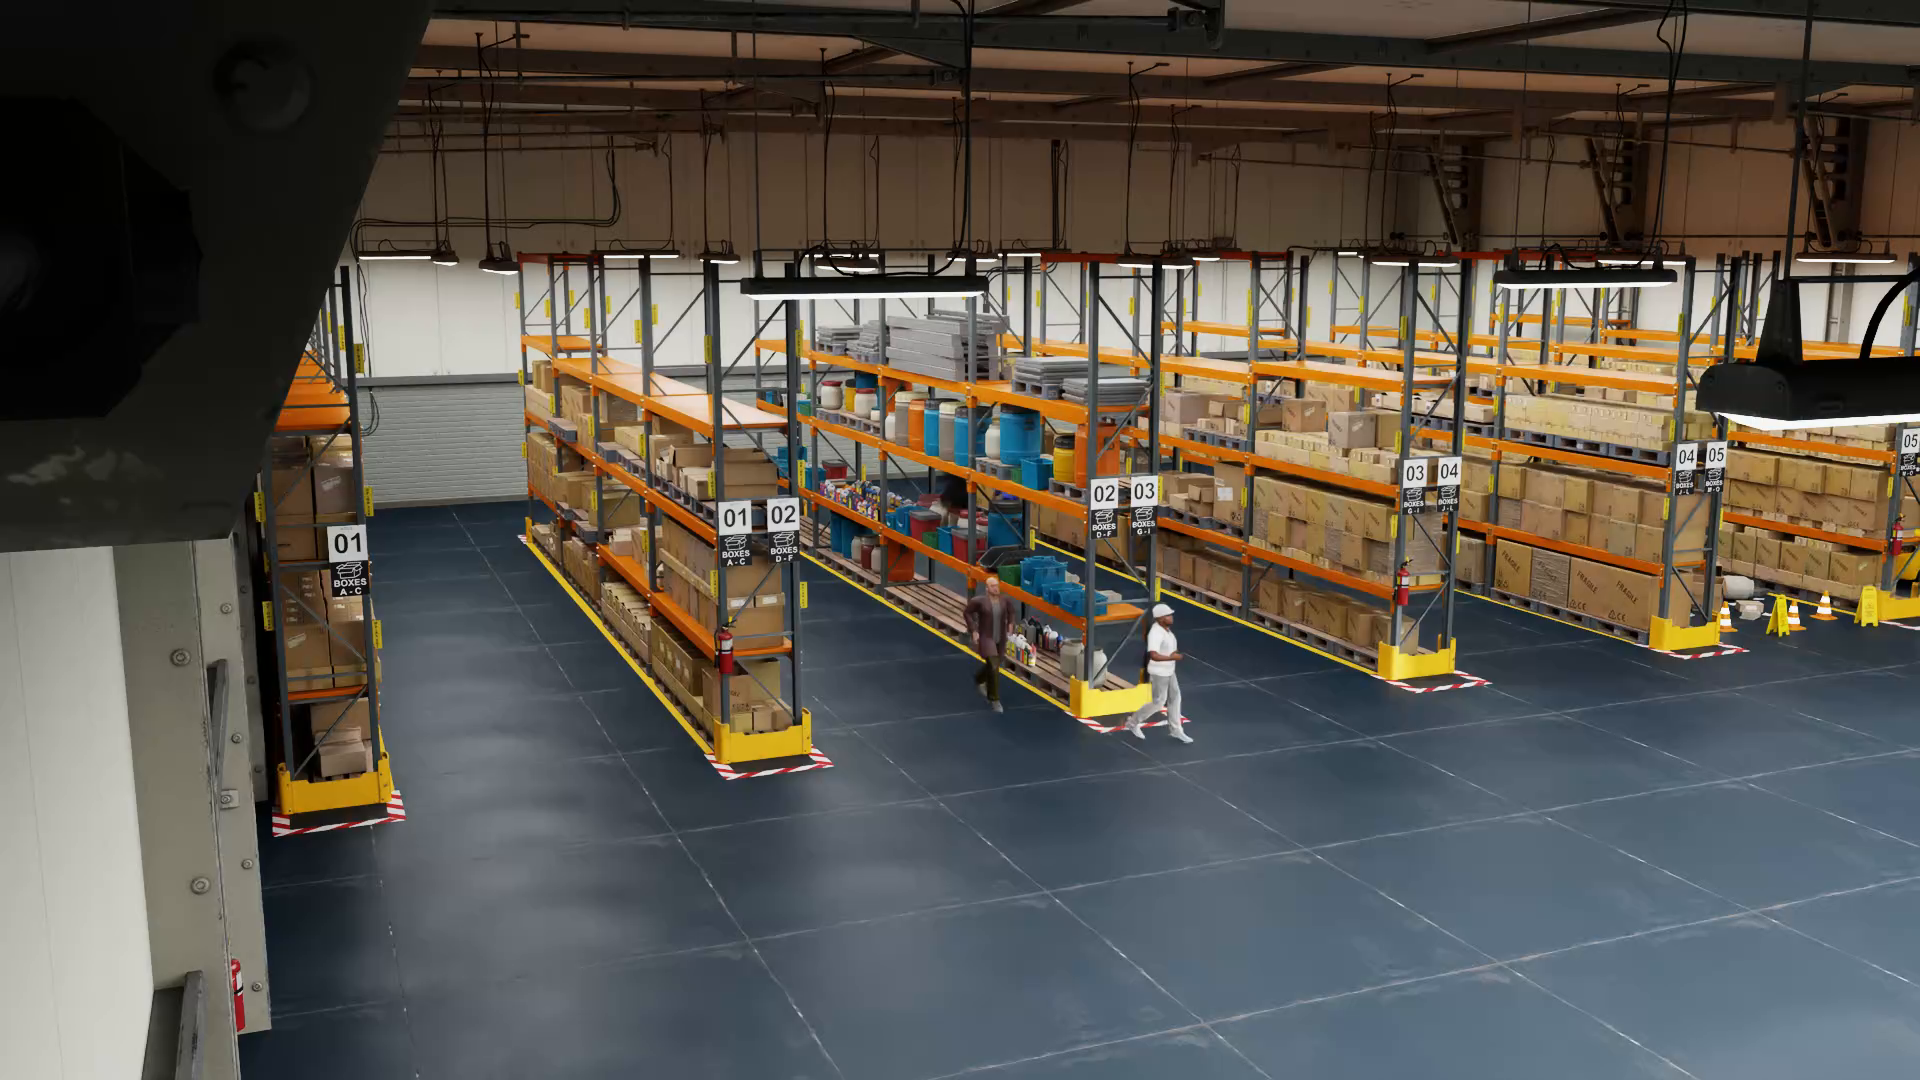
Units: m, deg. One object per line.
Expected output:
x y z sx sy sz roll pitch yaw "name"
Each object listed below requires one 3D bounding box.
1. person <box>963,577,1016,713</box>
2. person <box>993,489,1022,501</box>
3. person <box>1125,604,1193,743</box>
0.408 1.376 22.609 0.701 1.828 0.915 -5 12 -27 "person"
0.980 -0.509 33.324 0.559 1.671 0.743 -4 11 -18 "person"
2.517 1.681 20.903 0.857 1.797 0.715 3 11 14 "person"
